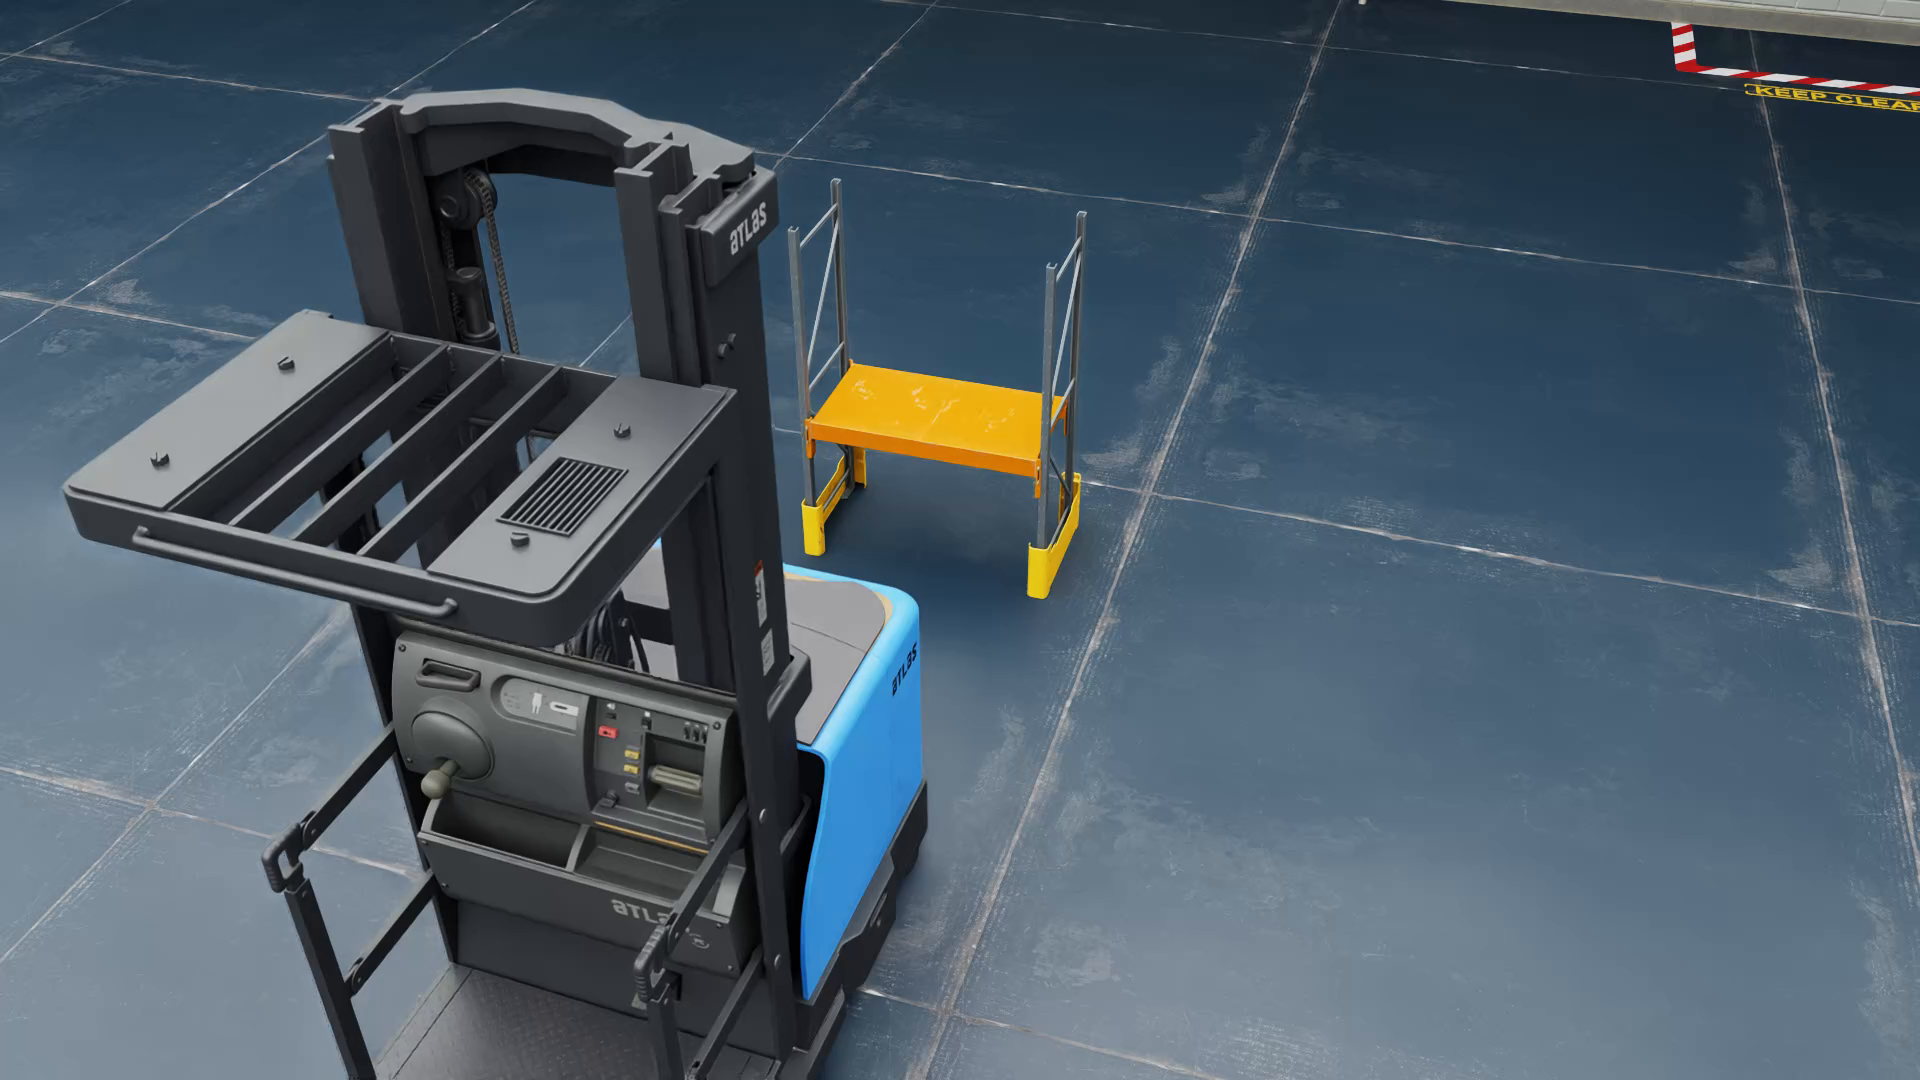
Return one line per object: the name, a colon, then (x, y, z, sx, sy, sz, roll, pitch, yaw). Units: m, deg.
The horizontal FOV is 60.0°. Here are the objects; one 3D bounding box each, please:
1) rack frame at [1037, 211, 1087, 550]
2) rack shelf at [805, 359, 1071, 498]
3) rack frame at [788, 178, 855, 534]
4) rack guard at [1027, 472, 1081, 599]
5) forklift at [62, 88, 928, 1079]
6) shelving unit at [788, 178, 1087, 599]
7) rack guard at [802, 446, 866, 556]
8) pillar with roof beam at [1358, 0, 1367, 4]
rack frame: (0.404, -0.529, 6.704, 0.032, 1.500, 0.500, 10, 38, 14)
rack shelf: (-0.081, -0.474, 6.933, 1.000, 0.185, 0.538, 10, 38, 14)
rack frame: (-0.567, -0.709, 6.948, 0.032, 1.500, 0.500, 10, 38, 14)
rack guard: (0.403, -0.026, 7.075, 0.087, 0.250, 0.587, 10, 38, 14)
forklift: (-1.076, 0.578, 3.992, 1.130, 2.935, 3.031, 12, 38, 15)
shelving unit: (-0.073, -0.618, 6.824, 1.083, 1.500, 0.587, 10, 38, 14)
rack guard: (-0.548, -0.202, 7.314, 0.087, 0.250, 0.587, 10, 38, 14)
pillar with roof beam: (1.719, -5.466, 7.085, 0.400, 9.000, 9.100, 10, 38, 14)
